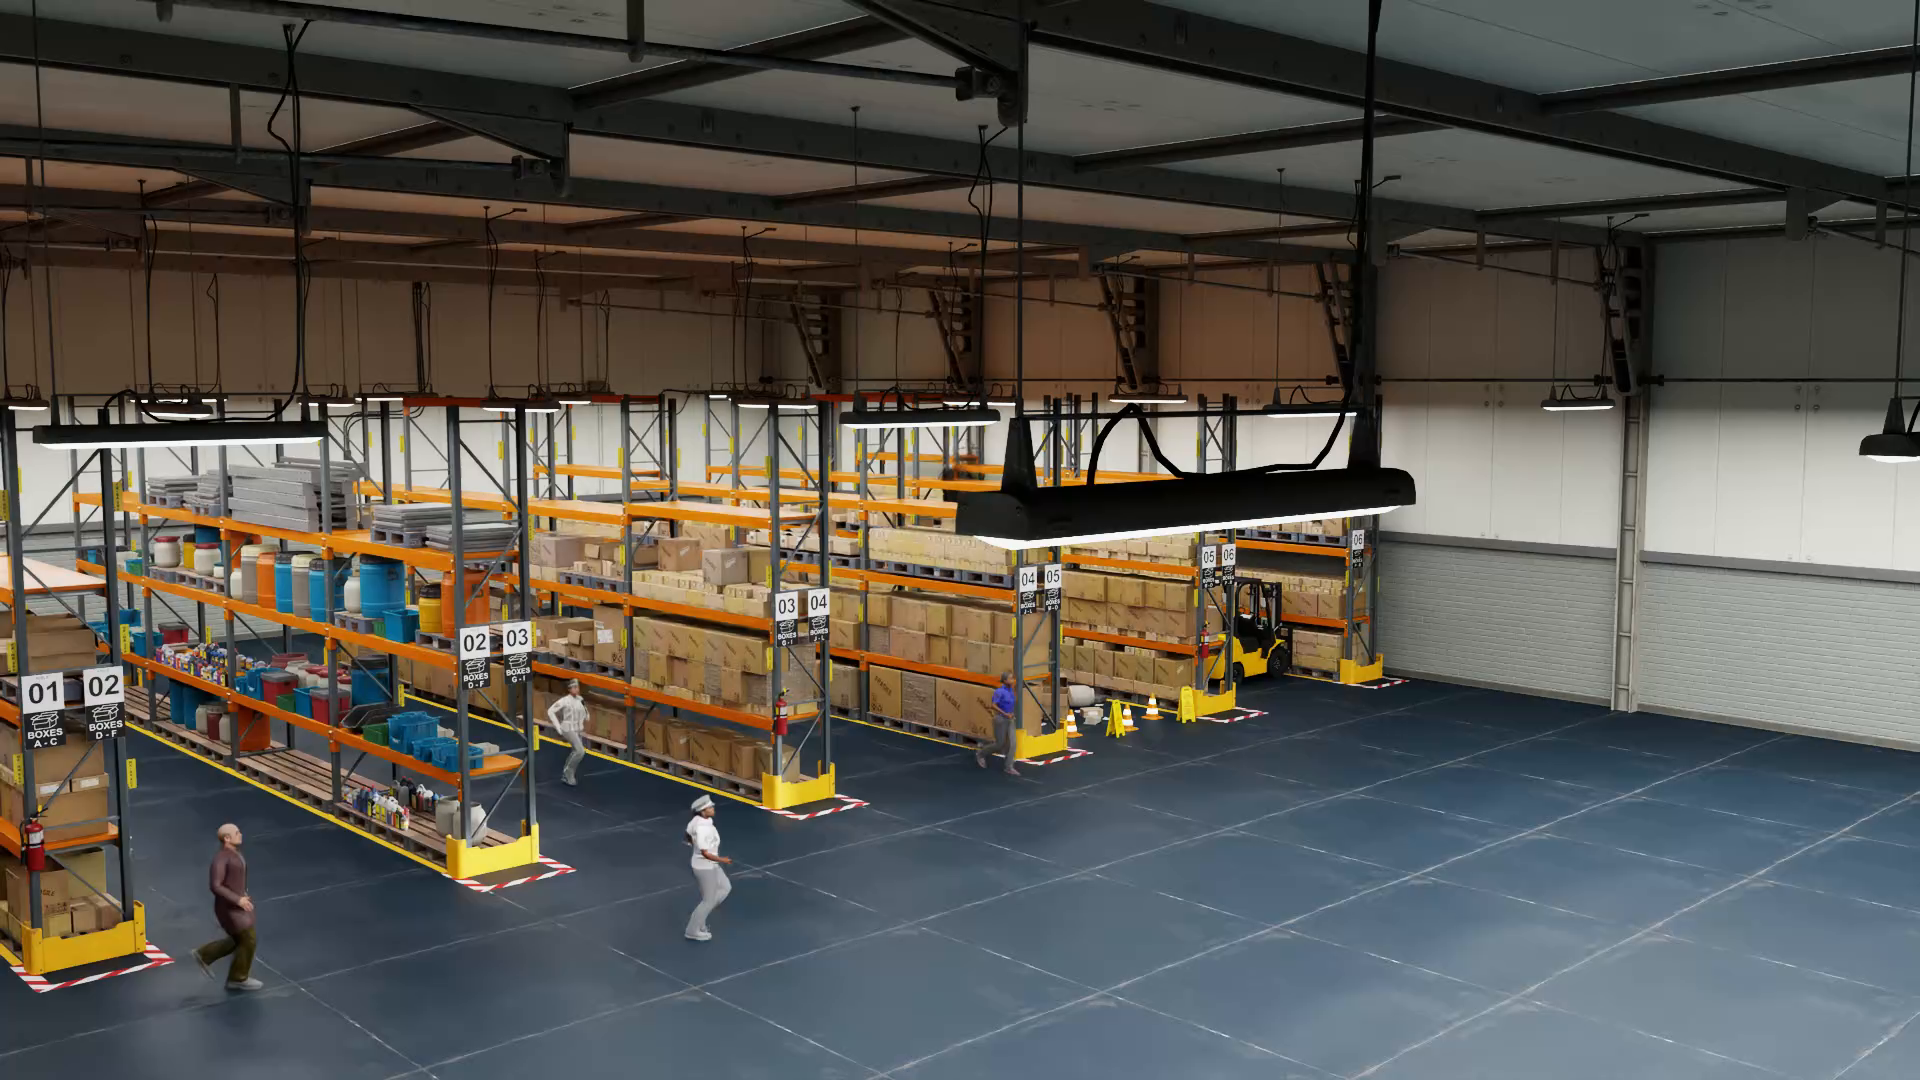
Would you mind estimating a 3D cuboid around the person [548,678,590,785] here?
[{"bbox_3d":[-6.002,2.982,25.906,0.611,1.669,0.598,3,6,29],"label":"person"}]

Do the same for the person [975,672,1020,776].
[{"bbox_3d":[0.690,2.937,26.871,0.802,1.635,0.617,4,7,33],"label":"person"}]

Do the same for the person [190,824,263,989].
[{"bbox_3d":[-7.642,3.810,17.263,0.714,1.749,0.746,-2,6,-16],"label":"person"}]

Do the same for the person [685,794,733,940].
[{"bbox_3d":[-2.852,3.685,18.839,0.552,1.661,0.590,-1,6,-13],"label":"person"}]
